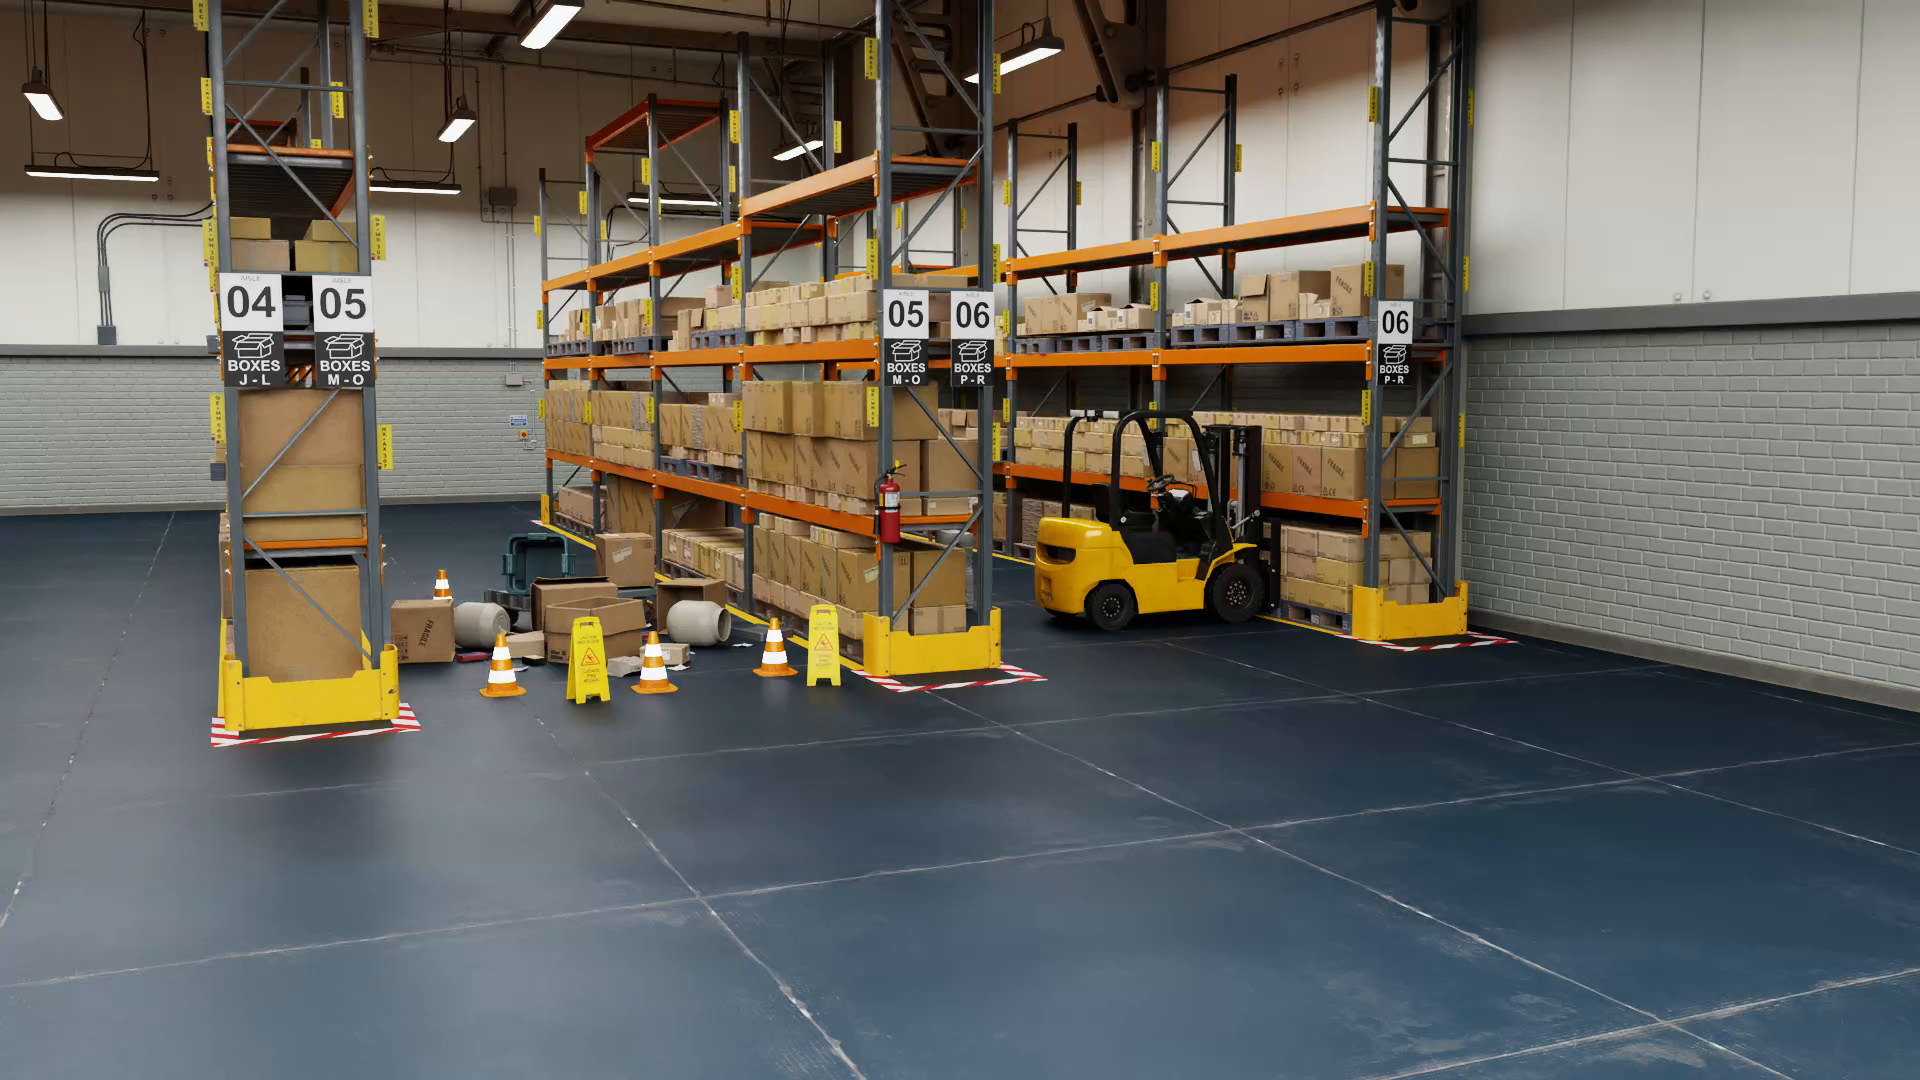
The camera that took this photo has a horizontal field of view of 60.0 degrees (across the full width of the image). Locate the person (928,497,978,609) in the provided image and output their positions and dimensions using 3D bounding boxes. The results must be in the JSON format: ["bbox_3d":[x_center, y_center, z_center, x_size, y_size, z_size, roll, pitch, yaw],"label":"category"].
[{"bbox_3d":[-0.084,-0.074,17.649,0.599,1.671,0.529,-3,6,-25],"label":"person"}]
